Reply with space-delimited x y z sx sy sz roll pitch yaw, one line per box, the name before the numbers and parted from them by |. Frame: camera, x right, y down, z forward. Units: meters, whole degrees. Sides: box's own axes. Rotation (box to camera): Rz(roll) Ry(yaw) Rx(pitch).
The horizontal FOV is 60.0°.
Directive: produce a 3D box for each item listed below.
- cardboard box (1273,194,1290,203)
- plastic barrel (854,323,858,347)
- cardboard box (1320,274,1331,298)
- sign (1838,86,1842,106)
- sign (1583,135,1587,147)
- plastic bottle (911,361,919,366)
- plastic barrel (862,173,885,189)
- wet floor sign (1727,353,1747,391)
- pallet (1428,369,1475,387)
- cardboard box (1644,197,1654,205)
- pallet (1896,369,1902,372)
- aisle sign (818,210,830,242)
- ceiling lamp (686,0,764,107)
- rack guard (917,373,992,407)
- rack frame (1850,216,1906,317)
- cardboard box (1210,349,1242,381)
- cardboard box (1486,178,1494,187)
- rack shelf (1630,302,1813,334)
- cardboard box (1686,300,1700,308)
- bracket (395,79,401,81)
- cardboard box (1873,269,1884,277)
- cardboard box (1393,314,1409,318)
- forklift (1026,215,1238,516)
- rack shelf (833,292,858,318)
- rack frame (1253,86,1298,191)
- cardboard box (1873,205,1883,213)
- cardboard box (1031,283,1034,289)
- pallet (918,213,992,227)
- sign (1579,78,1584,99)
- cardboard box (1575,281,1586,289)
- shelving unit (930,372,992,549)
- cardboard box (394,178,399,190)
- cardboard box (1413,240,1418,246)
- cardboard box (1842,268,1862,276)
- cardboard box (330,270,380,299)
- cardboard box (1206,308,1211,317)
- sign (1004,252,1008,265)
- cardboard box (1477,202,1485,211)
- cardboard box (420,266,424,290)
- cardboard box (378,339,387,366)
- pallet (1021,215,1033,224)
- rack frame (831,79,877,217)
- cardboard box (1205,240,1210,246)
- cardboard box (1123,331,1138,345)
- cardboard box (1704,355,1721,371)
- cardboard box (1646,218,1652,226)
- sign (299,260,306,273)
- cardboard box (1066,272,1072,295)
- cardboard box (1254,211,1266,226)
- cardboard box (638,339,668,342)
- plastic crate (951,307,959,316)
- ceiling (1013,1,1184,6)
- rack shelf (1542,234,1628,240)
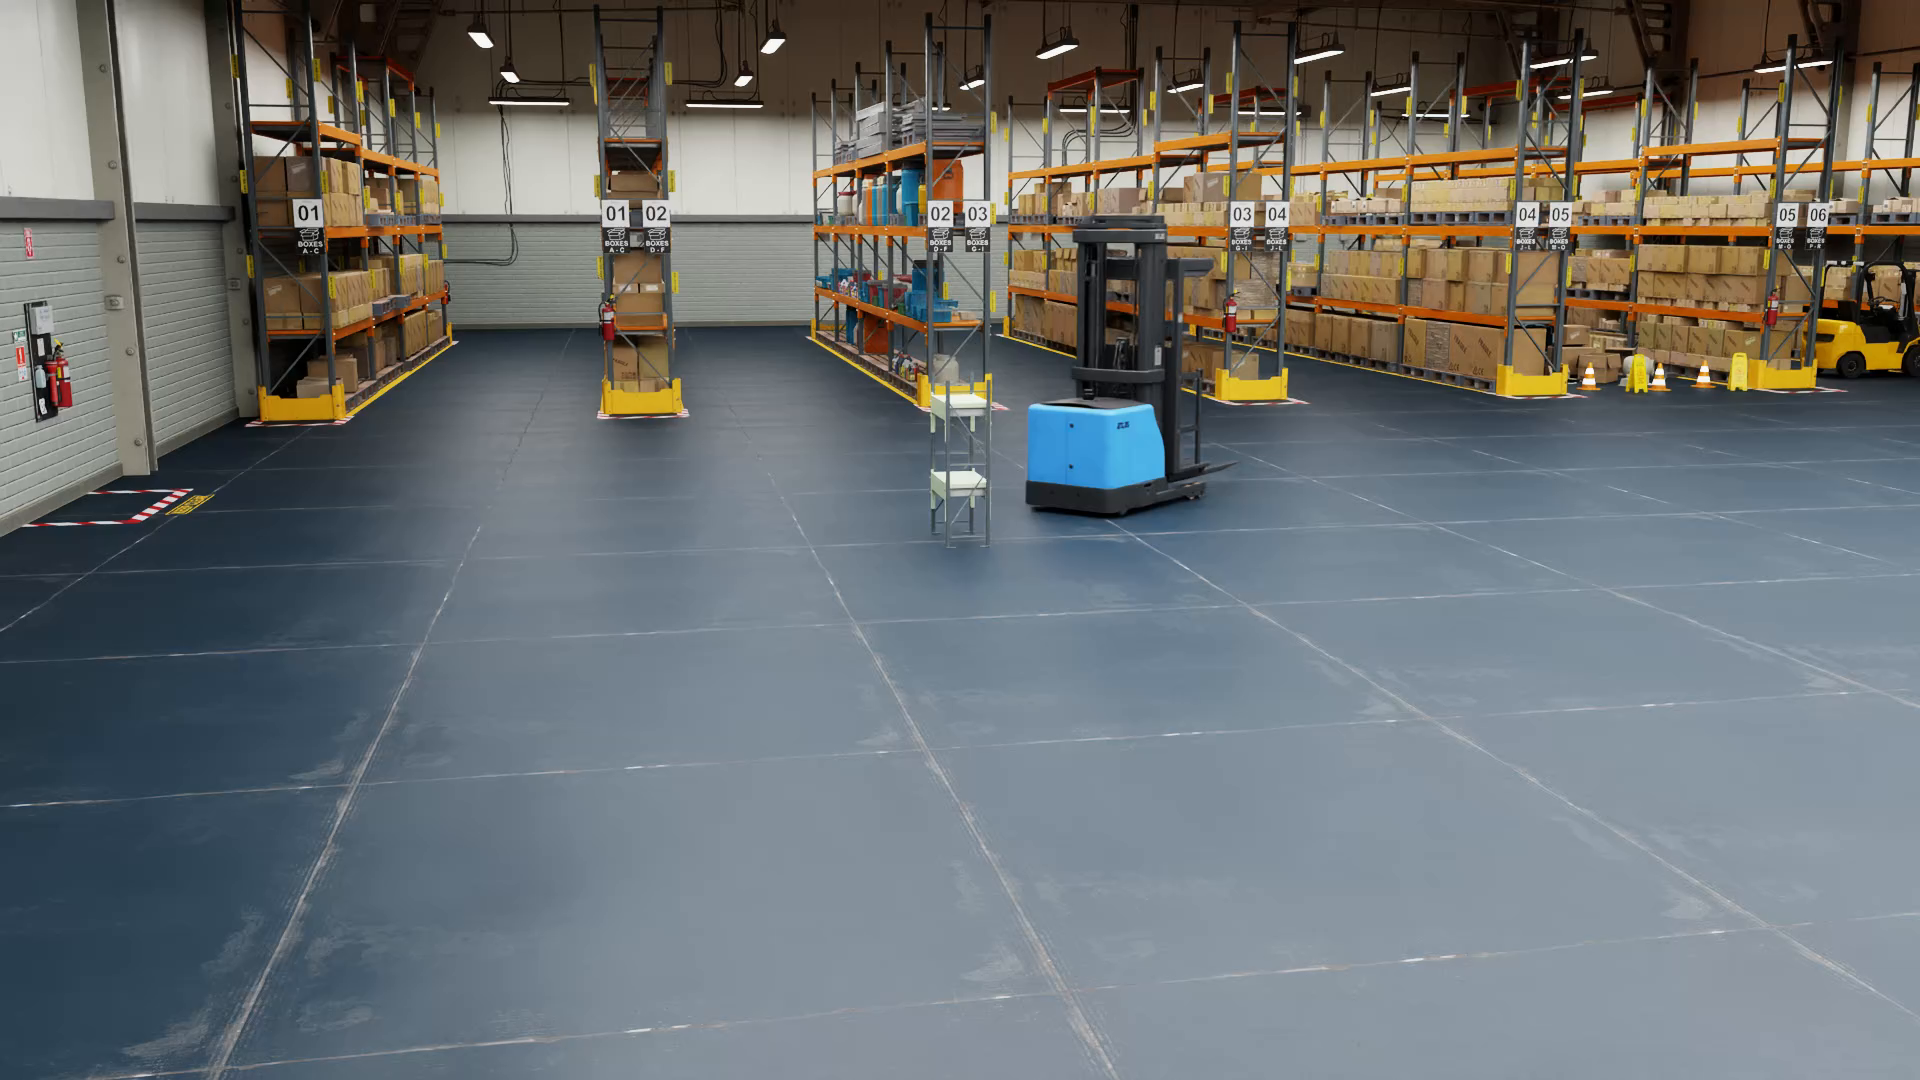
cardboard box | 7.556 -7.606 37.769 0.797 0.503 0.637 -2 11 -12
plastic barrel | -2.110 -4.469 36.238 0.421 0.512 0.421 0 11 0
cardboard box | 7.985 -5.387 35.264 0.500 0.500 0.500 -2 11 -10
sign | 15.086 -7.626 28.540 0.100 0.325 0.005 -2 11 -11
sign | 16.859 -10.777 44.885 0.100 0.325 0.005 -2 11 -11
plastic bottle | -0.793 -2.967 28.924 0.152 0.276 0.135 -2 11 -11
plastic barrel | -1.877 -7.441 35.834 0.600 0.901 0.708 -2 11 -11
wet floor sign | 13.542 -2.931 28.925 0.267 0.644 0.232 2 11 9
pallet | 9.252 -2.960 30.238 1.003 0.211 1.213 -2 11 -11
cardboard box | 13.517 -6.567 32.249 0.380 0.149 0.250 -2 11 -12
pallet | 18.999 -3.335 32.207 1.003 0.211 1.213 -2 11 -11
aisle sign | -3.442 -7.835 41.439 0.394 0.787 0.004 -2 11 -11
ceiling lamp | -6.064 -12.773 42.681 2.000 3.185 0.800 -2 11 -11
rack guard | -0.086 -2.405 26.550 1.175 0.500 0.348 -2 11 -11
rack frame | 18.644 -5.076 33.898 1.000 3.000 0.127 -2 11 -11
cardboard box | 4.579 -3.003 28.567 0.500 0.500 0.500 1 11 4
cardboard box | 9.223 -6.103 28.416 0.380 0.149 0.250 -2 11 -10
rack shelf | 14.165 -4.175 31.086 1.077 0.370 4.000 -2 11 -11
cardboard box | 13.839 -4.422 31.133 0.380 0.149 0.250 -2 11 -11
bracket | -13.295 -10.835 38.485 0.076 0.066 4.783 -2 11 -11
cardboard box | 18.500 -5.329 33.222 0.380 0.149 0.250 -2 11 -10
cardboard box | 11.855 -5.759 43.213 0.875 0.438 0.875 -2 11 -9
forklift | 1.949 -1.906 17.424 1.130 2.935 3.031 8 13 36
rack shelf | -1.970 -5.102 35.956 1.077 0.370 4.000 -2 11 -11
rack frame | 7.384 -9.111 39.051 1.000 3.000 0.127 -2 11 -11
cardboard box | 18.434 -6.589 33.102 0.380 0.149 0.250 -2 11 -10
cardboard box | 1.918 -6.111 40.008 0.380 0.149 0.250 -2 11 -10
pallet | -0.090 -5.157 26.805 1.003 0.211 1.213 -2 11 -11
sign | 10.264 -7.466 27.486 0.100 0.325 0.005 -2 11 -11
cardboard box | 13.146 -5.347 34.870 0.380 0.149 0.250 -2 11 -9
shelving unit | 0.001 -0.736 15.103 0.431 1.500 0.755 -2 11 -11
cardboard box | -12.441 -7.605 36.166 0.500 0.500 0.500 -2 11 -11
cardboard box | 11.662 -7.503 41.972 0.380 0.149 0.250 -2 11 -12
cardboard box | 18.360 -5.499 34.115 0.380 0.149 0.250 -2 11 -9
cardboard box | -10.847 -4.577 29.829 0.700 0.500 0.500 -1 11 -3
cardboard box | 4.395 -3.859 28.173 0.380 0.149 0.250 -2 11 -11
sign | 1.176 -7.181 42.428 0.100 0.325 0.005 -2 11 -11
cardboard box | 9.174 -5.757 28.733 0.380 0.149 0.250 -2 11 -10
cardboard box | -11.740 -5.591 35.487 0.500 0.500 0.500 -2 11 -12
cardboard box | -11.121 -3.487 31.058 0.700 0.500 0.500 -2 11 -11
pallet | 2.117 -7.806 40.453 1.003 0.211 1.213 -2 11 -11
rack frame | -2.359 -8.769 37.255 1.000 3.000 0.127 -2 11 -11
cardboard box | 6.538 -7.400 42.368 0.500 0.500 0.500 -2 11 -9
cardboard box | 3.665 -3.929 33.381 0.700 0.500 0.500 -1 11 -6
cardboard box | 14.040 -3.251 30.538 0.500 0.250 0.500 -2 11 -11
cardboard box | 13.594 -6.179 32.339 0.380 0.149 0.250 -2 11 -12
sign | -11.064 -4.542 27.996 0.100 0.325 0.005 -2 11 -11
cardboard box | 2.645 -5.679 36.798 0.500 0.500 0.500 -2 11 -10
cardboard box | 4.993 -5.299 27.446 0.500 0.250 0.500 -2 11 -9
cardboard box | -5.060 -3.047 27.462 0.500 0.500 0.500 -2 11 -11
plastic crate | -0.239 -3.937 28.615 0.530 0.136 0.437 -2 11 -11
ceiling | 4.590 -14.724 44.477 6.000 0.001 6.000 -2 11 -11
rack shelf | 16.699 -8.031 43.321 1.077 0.370 4.000 -2 11 -11
